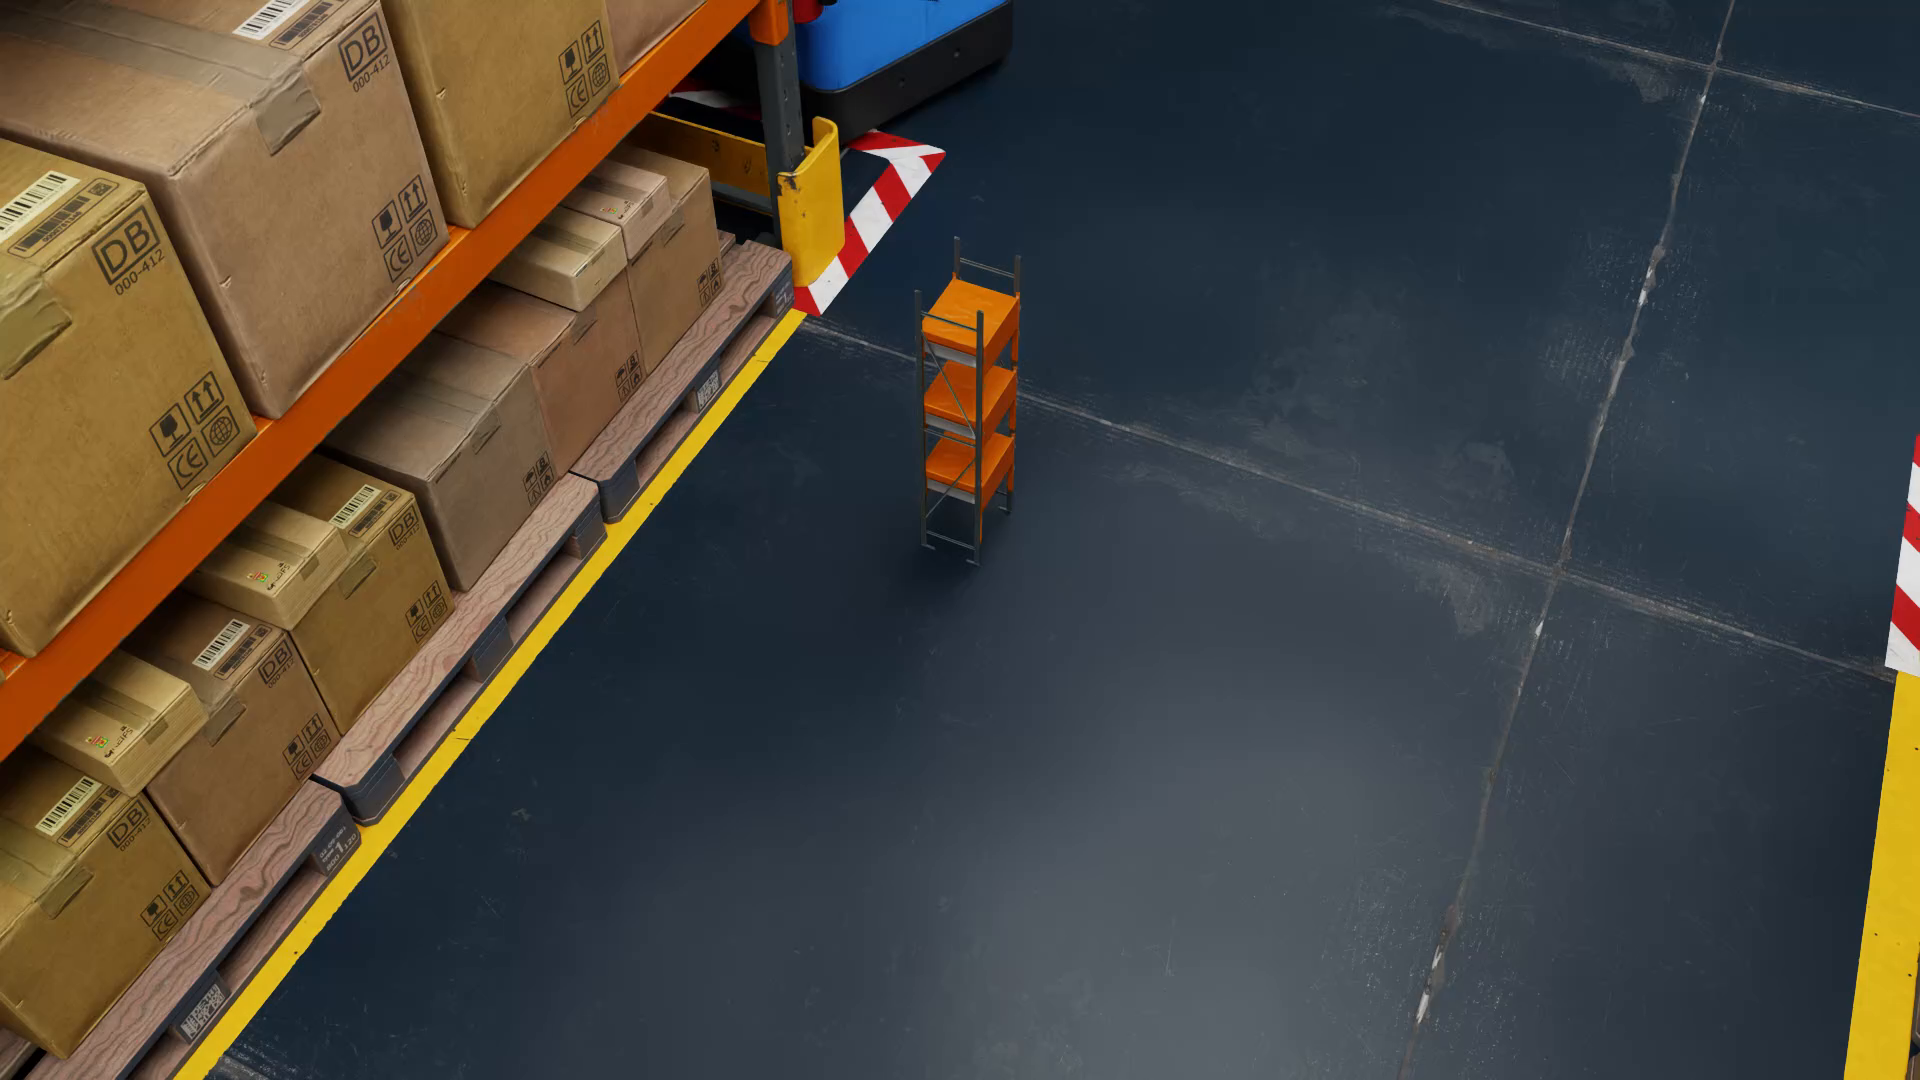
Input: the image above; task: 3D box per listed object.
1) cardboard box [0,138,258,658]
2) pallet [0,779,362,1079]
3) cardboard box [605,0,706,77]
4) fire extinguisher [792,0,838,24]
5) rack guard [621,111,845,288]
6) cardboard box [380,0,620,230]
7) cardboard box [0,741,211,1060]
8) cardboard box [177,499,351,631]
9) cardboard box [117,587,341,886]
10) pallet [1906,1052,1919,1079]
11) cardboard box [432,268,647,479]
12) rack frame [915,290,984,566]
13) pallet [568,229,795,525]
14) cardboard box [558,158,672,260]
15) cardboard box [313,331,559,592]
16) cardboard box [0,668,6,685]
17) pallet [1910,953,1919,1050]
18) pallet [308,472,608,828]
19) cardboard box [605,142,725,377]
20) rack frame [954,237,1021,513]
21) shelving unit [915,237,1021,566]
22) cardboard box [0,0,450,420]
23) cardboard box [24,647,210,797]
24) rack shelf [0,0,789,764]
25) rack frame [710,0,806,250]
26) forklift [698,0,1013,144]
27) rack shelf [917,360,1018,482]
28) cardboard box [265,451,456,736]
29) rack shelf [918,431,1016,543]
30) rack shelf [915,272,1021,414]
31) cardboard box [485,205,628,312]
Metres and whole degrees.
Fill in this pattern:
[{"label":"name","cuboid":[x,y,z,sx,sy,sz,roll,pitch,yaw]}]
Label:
[{"label":"cardboard box","cuboid":[-2.163,-0.375,3.402,0.980,0.700,0.700,19,52,15]},{"label":"pallet","cuboid":[-2.331,0.997,4.263,1.003,0.211,1.213,20,52,16]},{"label":"cardboard box","cuboid":[-1.227,-1.906,4.705,0.980,0.700,0.700,22,53,18]},{"label":"fire extinguisher","cuboid":[-0.536,-1.971,5.253,0.296,0.674,0.183,20,52,16]},{"label":"rack guard","cuboid":[-1.008,-1.369,6.087,1.175,0.500,0.348,20,52,16]},{"label":"cardboard box","cuboid":[-1.527,-1.401,4.276,0.980,0.700,0.700,19,52,16]},{"label":"cardboard box","cuboid":[-2.314,0.784,3.979,0.700,0.500,0.500,20,53,17]},{"label":"cardboard box","cuboid":[-1.780,0.038,4.188,0.380,0.149,0.250,18,52,15]},{"label":"cardboard box","cuboid":[-2.097,0.439,4.272,0.700,0.500,0.500,19,52,16]},{"label":"pallet","cuboid":[2.568,1.789,3.590,1.003,0.211,1.213,20,52,16]},{"label":"cardboard box","cuboid":[-1.440,-0.630,5.182,0.700,0.500,0.500,20,52,16]},{"label":"rack frame","cuboid":[-0.029,-0.293,4.810,0.200,1.050,0.008,20,52,16]},{"label":"pallet","cuboid":[-1.289,-0.683,5.693,1.003,0.211,1.213,20,52,16]},{"label":"cardboard box","cuboid":[-1.117,-1.037,5.102,0.380,0.149,0.250,19,52,16]},{"label":"cardboard box","cuboid":[-1.654,-0.283,4.887,0.700,0.500,0.500,18,52,15]},{"label":"cardboard box","cuboid":[-2.480,0.126,2.976,0.980,0.700,0.700,21,53,17]},{"label":"pallet","cuboid":[3.090,0.952,4.302,1.003,0.211,1.213,20,52,16]},{"label":"pallet","cuboid":[-1.811,0.154,4.980,1.003,0.211,1.213,20,52,16]},{"label":"cardboard box","cuboid":[-1.226,-0.974,5.475,0.700,0.500,0.500,20,52,16]},{"label":"rack frame","cuboid":[0.075,-0.461,4.953,0.200,1.050,0.008,20,52,16]},{"label":"shelving unit","cuboid":[0.023,-0.377,4.882,0.215,1.050,0.252,20,52,16]},{"label":"cardboard box","cuboid":[-1.861,-0.879,3.831,0.980,0.700,0.700,18,52,14]},{"label":"cardboard box","cuboid":[-2.003,0.397,3.882,0.380,0.149,0.250,21,53,17]},{"label":"rack shelf","cuboid":[-1.872,-0.553,4.223,1.077,0.370,4.000,20,52,16]},{"label":"rack frame","cuboid":[-1.018,-2.163,5.121,1.000,3.000,0.127,20,52,16]},{"label":"forklift","cuboid":[-1.163,-3.514,6.316,1.130,2.935,3.031,-36,58,-27]},{"label":"rack shelf","cuboid":[0.023,-0.370,4.890,0.215,0.259,0.240,20,52,16]},{"label":"cardboard box","cuboid":[-1.876,0.086,4.573,0.700,0.500,0.500,21,53,17]},{"label":"rack shelf","cuboid":[0.023,-0.190,5.101,0.215,0.259,0.240,20,52,16]},{"label":"rack shelf","cuboid":[0.023,-0.554,4.673,0.215,0.259,0.240,20,52,16]},{"label":"cardboard box","cuboid":[-1.225,-0.861,4.952,0.380,0.149,0.250,21,53,17]}]
